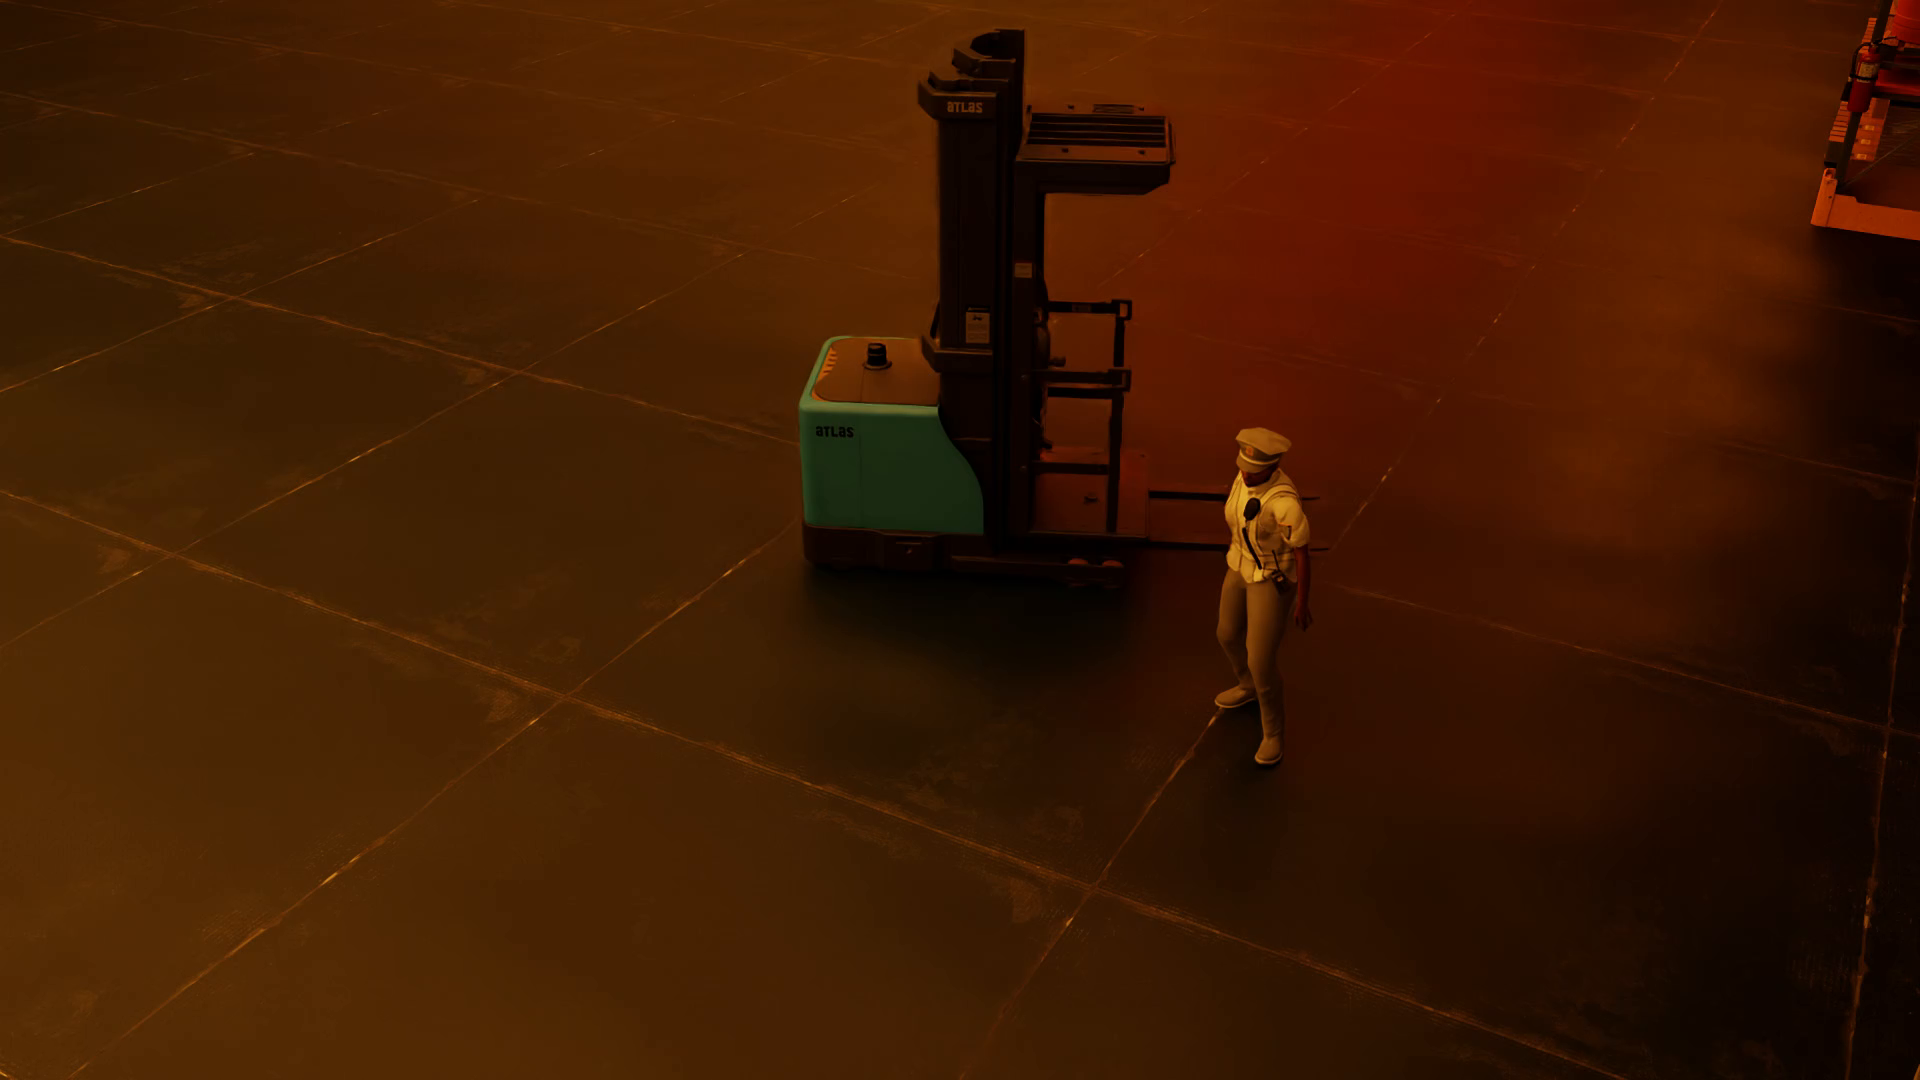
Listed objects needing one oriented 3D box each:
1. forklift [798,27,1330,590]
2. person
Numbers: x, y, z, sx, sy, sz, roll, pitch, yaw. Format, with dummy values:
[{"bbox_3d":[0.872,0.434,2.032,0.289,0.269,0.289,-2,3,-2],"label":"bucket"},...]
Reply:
[{"bbox_3d":[0.634,-1.266,9.264,3.031,2.935,1.130,3,30,5],"label":"forklift"},{"bbox_3d":[1.452,0.203,8.036,0.411,1.627,0.784,-12,32,-20],"label":"person"}]
